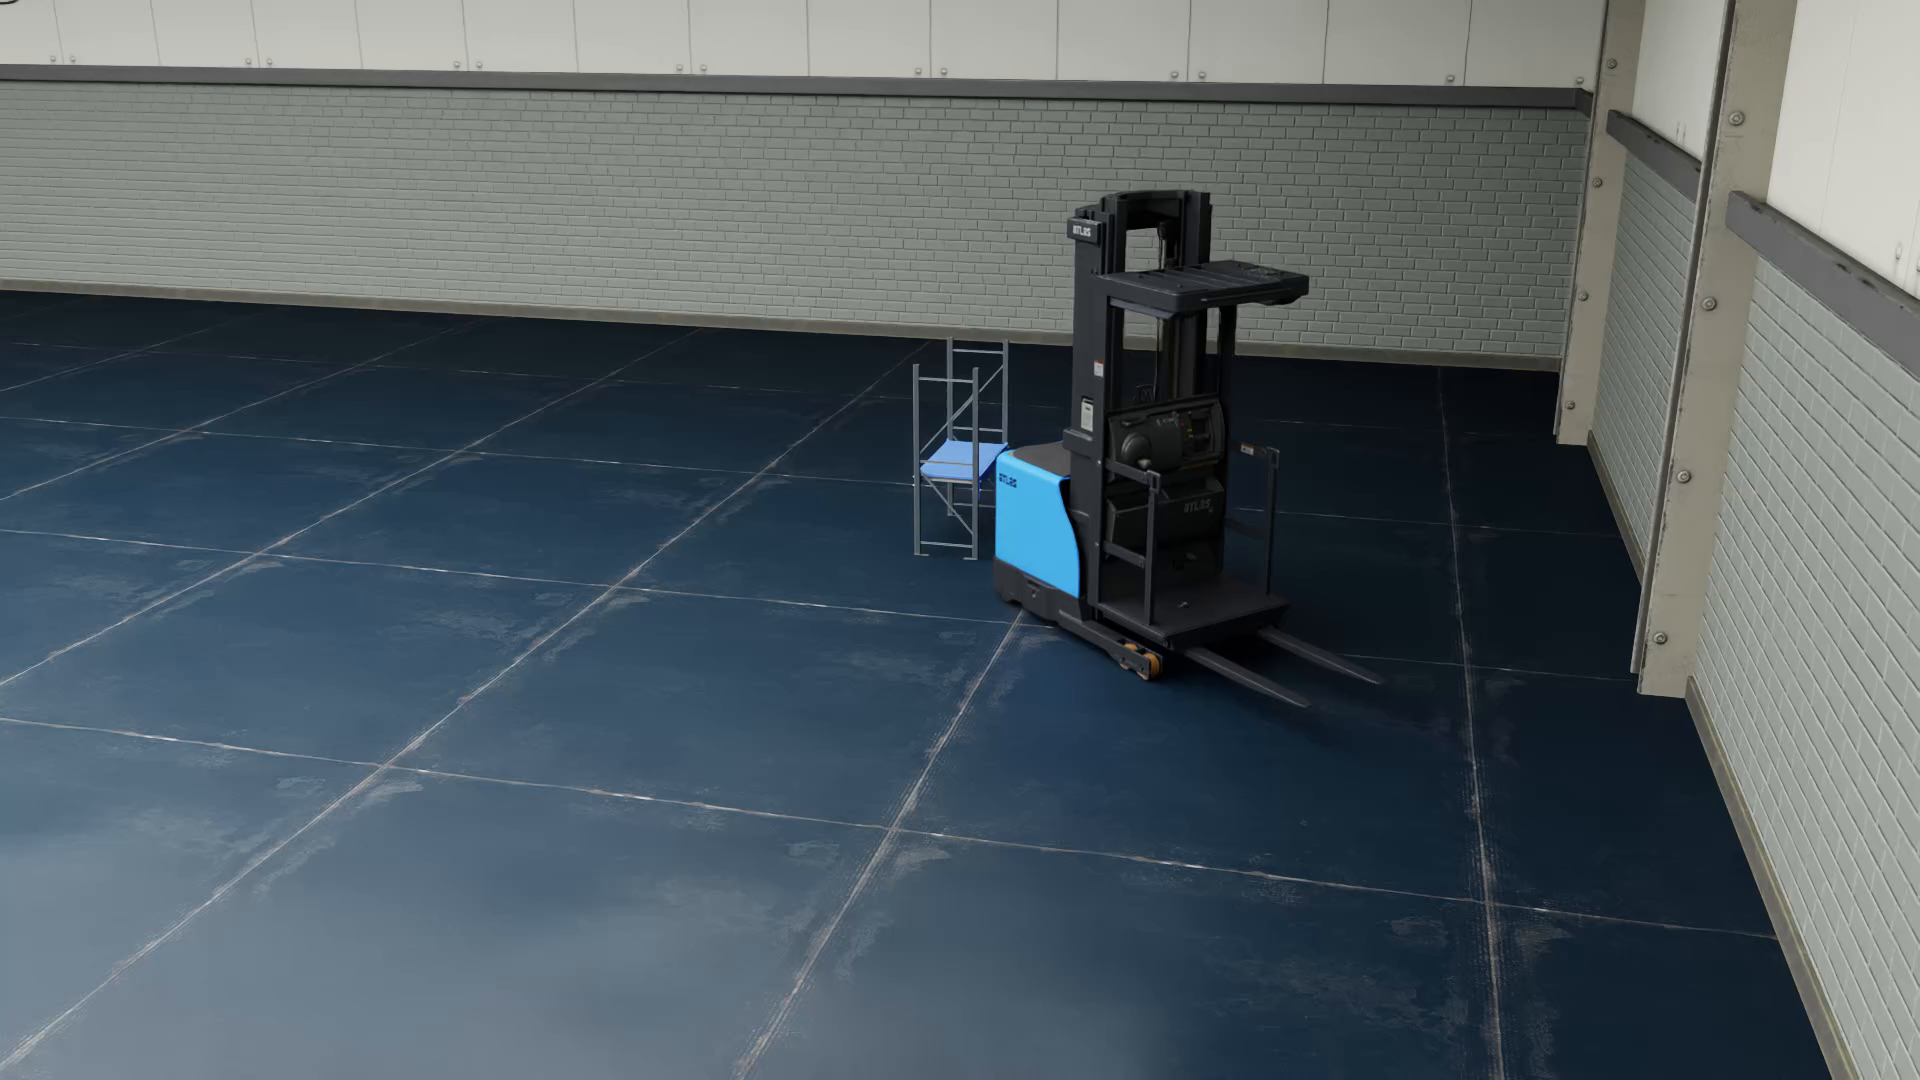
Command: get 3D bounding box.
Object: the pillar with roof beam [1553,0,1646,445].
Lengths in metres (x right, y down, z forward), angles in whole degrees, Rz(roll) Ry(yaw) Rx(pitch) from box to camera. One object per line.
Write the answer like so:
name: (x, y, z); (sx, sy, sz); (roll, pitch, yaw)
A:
pillar with roof beam: (1.722, -5.570, 15.572); (9.100, 9.000, 0.400); (5, 19, 13)

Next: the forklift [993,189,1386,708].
forklift: (1.463, -0.674, 10.626); (1.130, 2.935, 3.031); (-12, 22, -31)

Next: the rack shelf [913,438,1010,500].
rack shelf: (0.021, -0.566, 13.082); (0.538, 0.185, 1.000); (5, 19, 13)

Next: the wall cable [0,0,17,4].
wall cable: (-13.445, -9.391, 21.498); (2.305, 6.003, 0.169); (5, 19, 13)

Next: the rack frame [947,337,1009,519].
rack frame: (0.145, -0.896, 13.490); (0.500, 1.500, 0.032); (5, 19, 13)

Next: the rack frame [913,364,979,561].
rack frame: (-0.103, -0.577, 12.557); (0.500, 1.500, 0.032); (5, 19, 13)

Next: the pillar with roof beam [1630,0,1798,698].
pillar with roof beam: (0.256, -3.689, 10.066); (9.100, 9.000, 0.400); (5, 19, 13)

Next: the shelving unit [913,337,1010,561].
shelving unit: (0.021, -0.736, 13.023); (0.538, 1.500, 1.048); (5, 19, 13)
